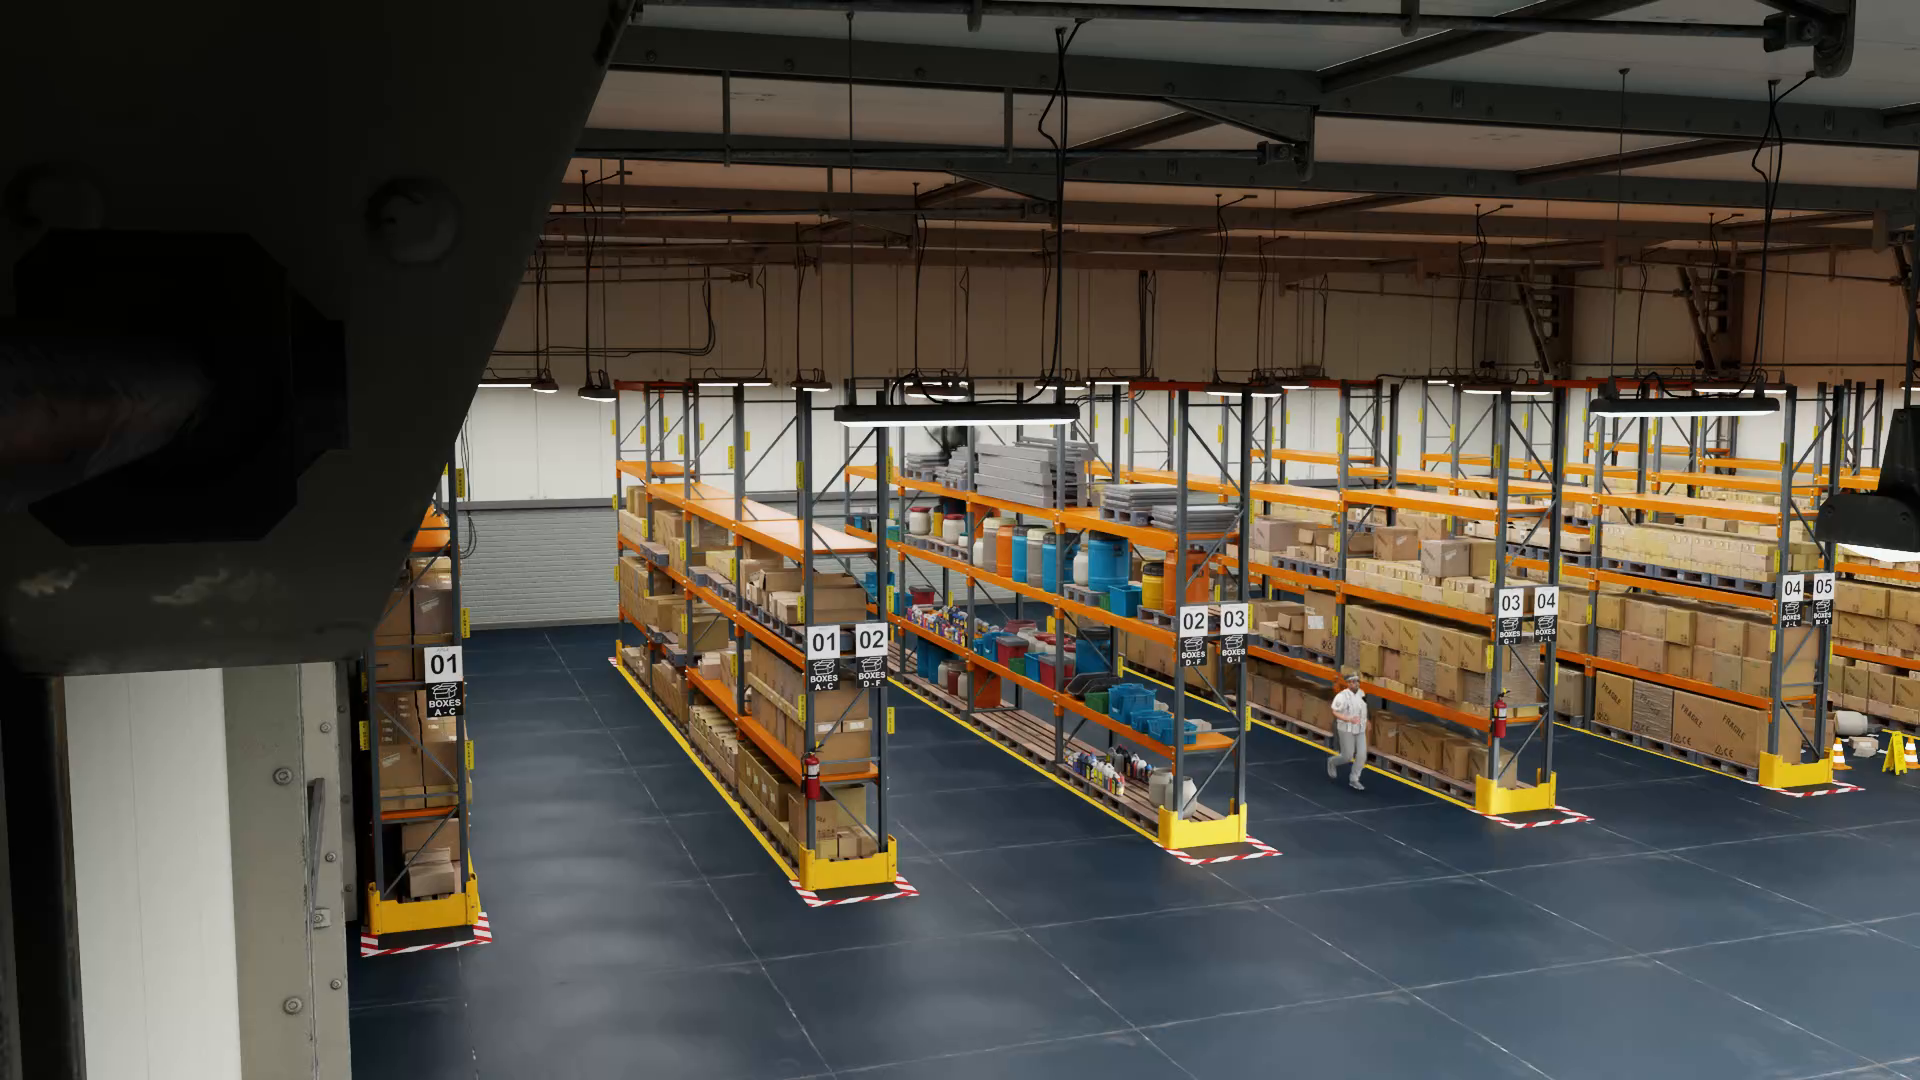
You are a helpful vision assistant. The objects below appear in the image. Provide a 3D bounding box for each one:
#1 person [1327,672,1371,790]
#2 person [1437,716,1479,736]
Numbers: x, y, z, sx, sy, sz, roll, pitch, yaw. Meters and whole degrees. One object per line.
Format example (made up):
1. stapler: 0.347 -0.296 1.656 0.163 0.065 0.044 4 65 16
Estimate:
1. person: 5.850 2.825 24.941 0.668 1.749 0.741 -3 7 -26
2. person: 8.619 2.482 28.768 0.577 1.700 0.956 -5 8 -38
